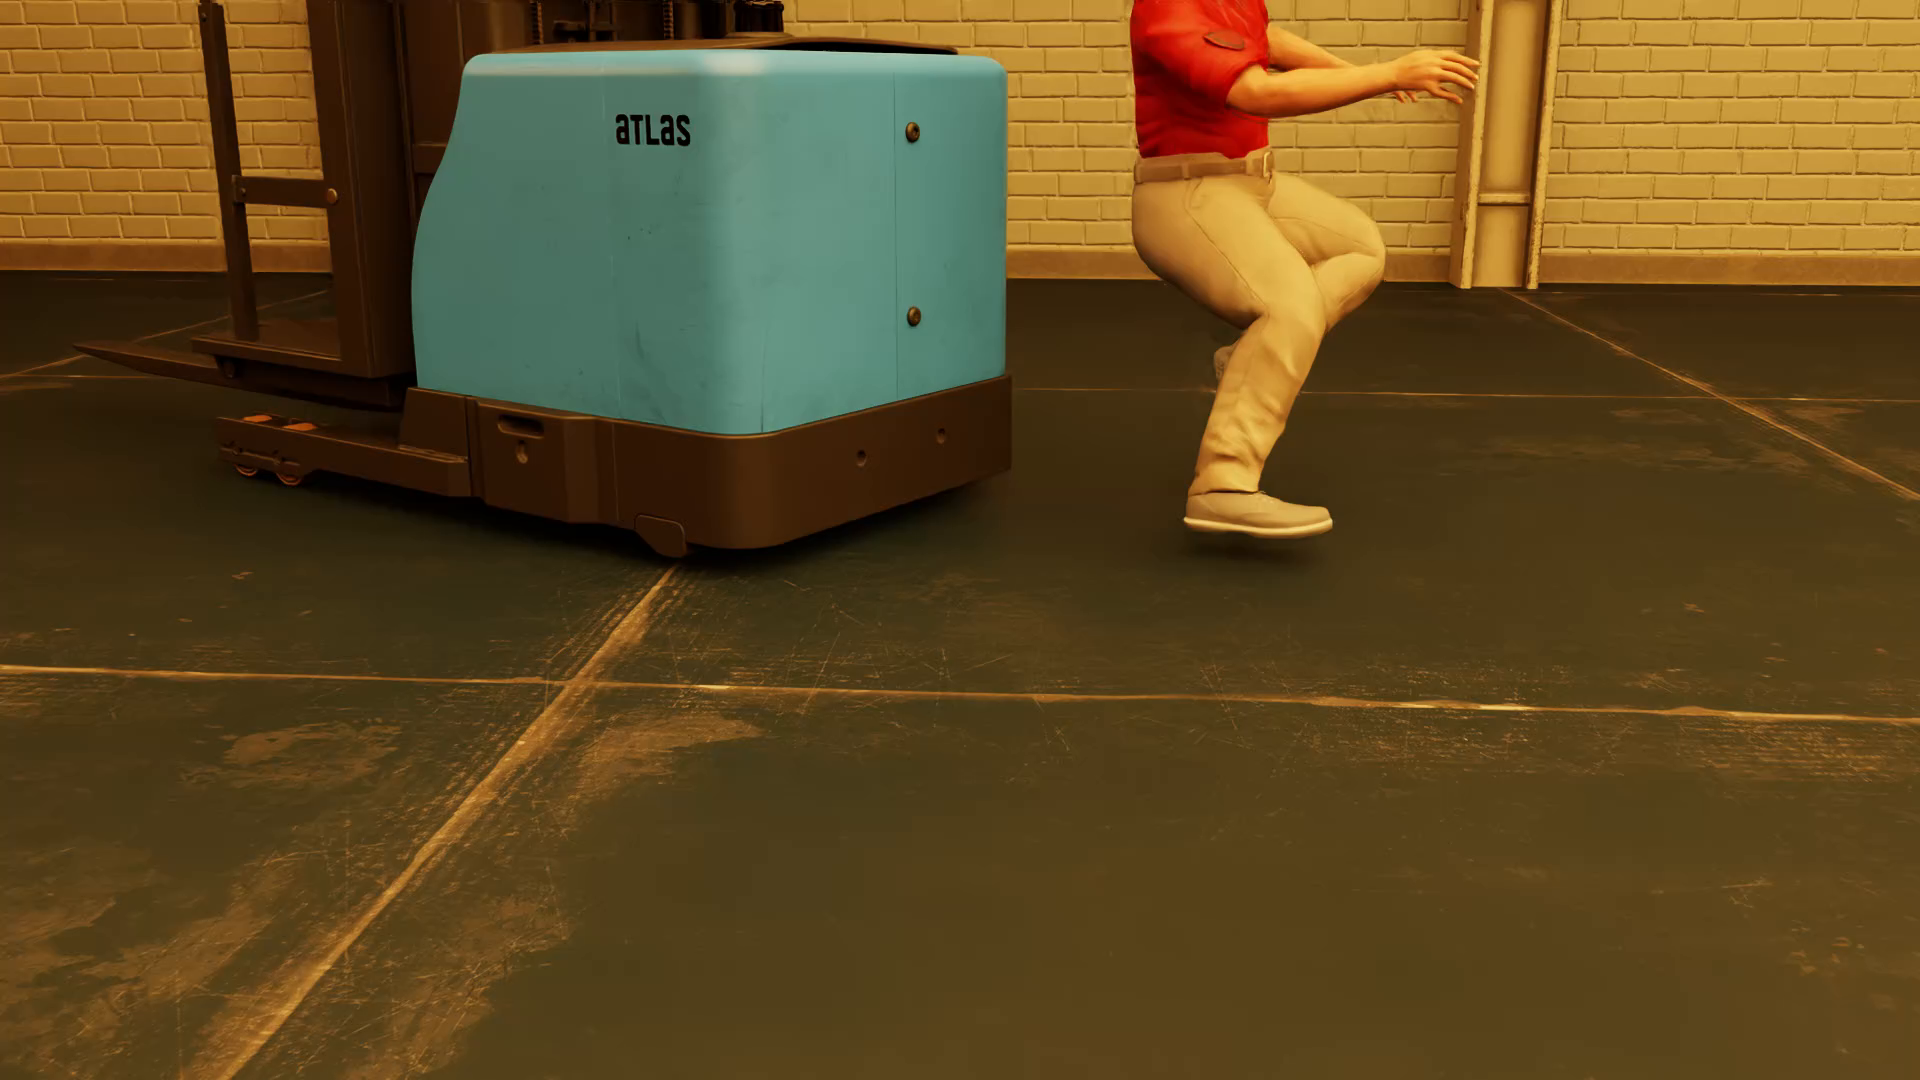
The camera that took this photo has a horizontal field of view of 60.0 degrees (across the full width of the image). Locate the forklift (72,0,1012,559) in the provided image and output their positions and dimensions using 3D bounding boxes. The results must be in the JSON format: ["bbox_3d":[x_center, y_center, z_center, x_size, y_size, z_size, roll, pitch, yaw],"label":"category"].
[{"bbox_3d":[-1.367,-1.655,4.316,3.031,2.935,1.130,11,18,34],"label":"forklift"}]

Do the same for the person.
[{"bbox_3d":[0.786,-0.820,3.836,0.798,1.477,0.883,6,16,22],"label":"person"}]
